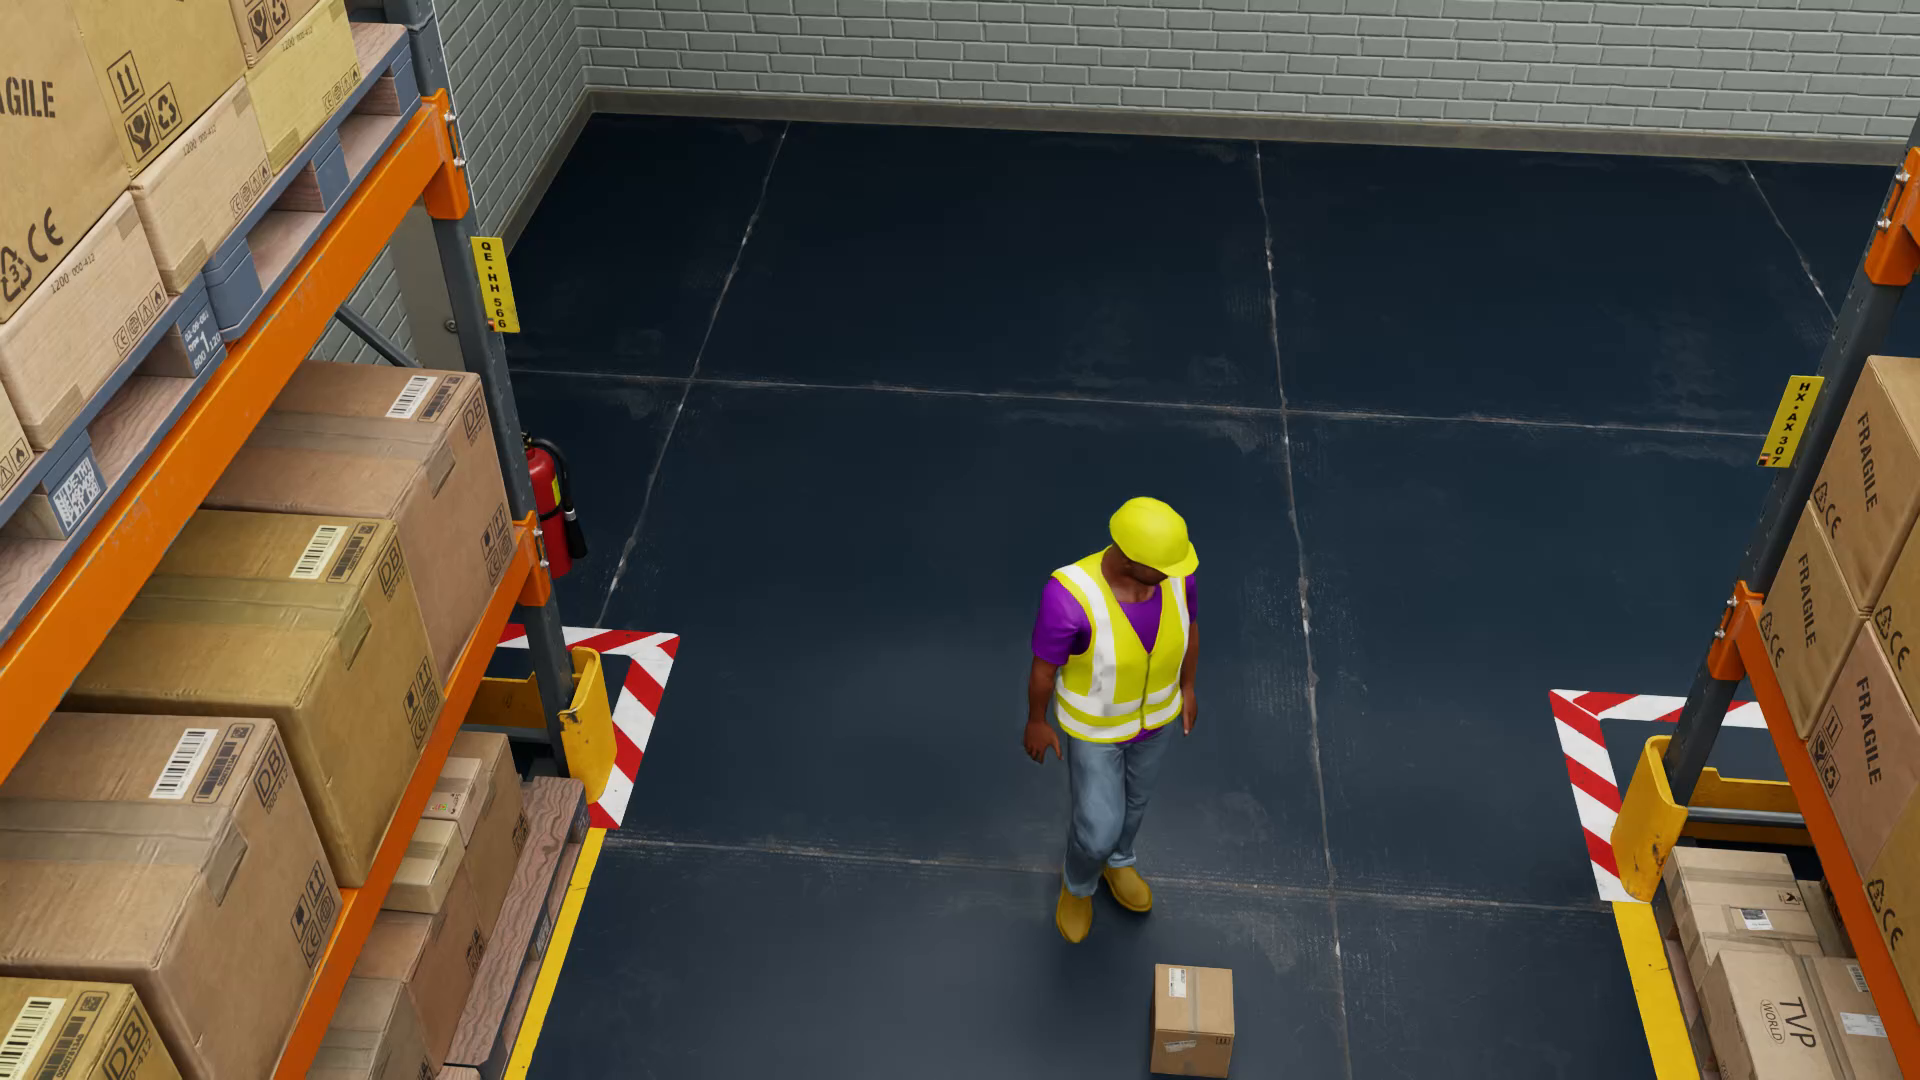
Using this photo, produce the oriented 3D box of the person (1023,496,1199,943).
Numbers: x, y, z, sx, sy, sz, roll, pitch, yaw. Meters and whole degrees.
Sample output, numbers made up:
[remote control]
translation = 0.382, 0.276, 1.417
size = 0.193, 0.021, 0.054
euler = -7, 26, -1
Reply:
[person]
translation = 0.538, 0.606, 5.416
size = 0.610, 1.820, 0.438
euler = -18, 43, -21
